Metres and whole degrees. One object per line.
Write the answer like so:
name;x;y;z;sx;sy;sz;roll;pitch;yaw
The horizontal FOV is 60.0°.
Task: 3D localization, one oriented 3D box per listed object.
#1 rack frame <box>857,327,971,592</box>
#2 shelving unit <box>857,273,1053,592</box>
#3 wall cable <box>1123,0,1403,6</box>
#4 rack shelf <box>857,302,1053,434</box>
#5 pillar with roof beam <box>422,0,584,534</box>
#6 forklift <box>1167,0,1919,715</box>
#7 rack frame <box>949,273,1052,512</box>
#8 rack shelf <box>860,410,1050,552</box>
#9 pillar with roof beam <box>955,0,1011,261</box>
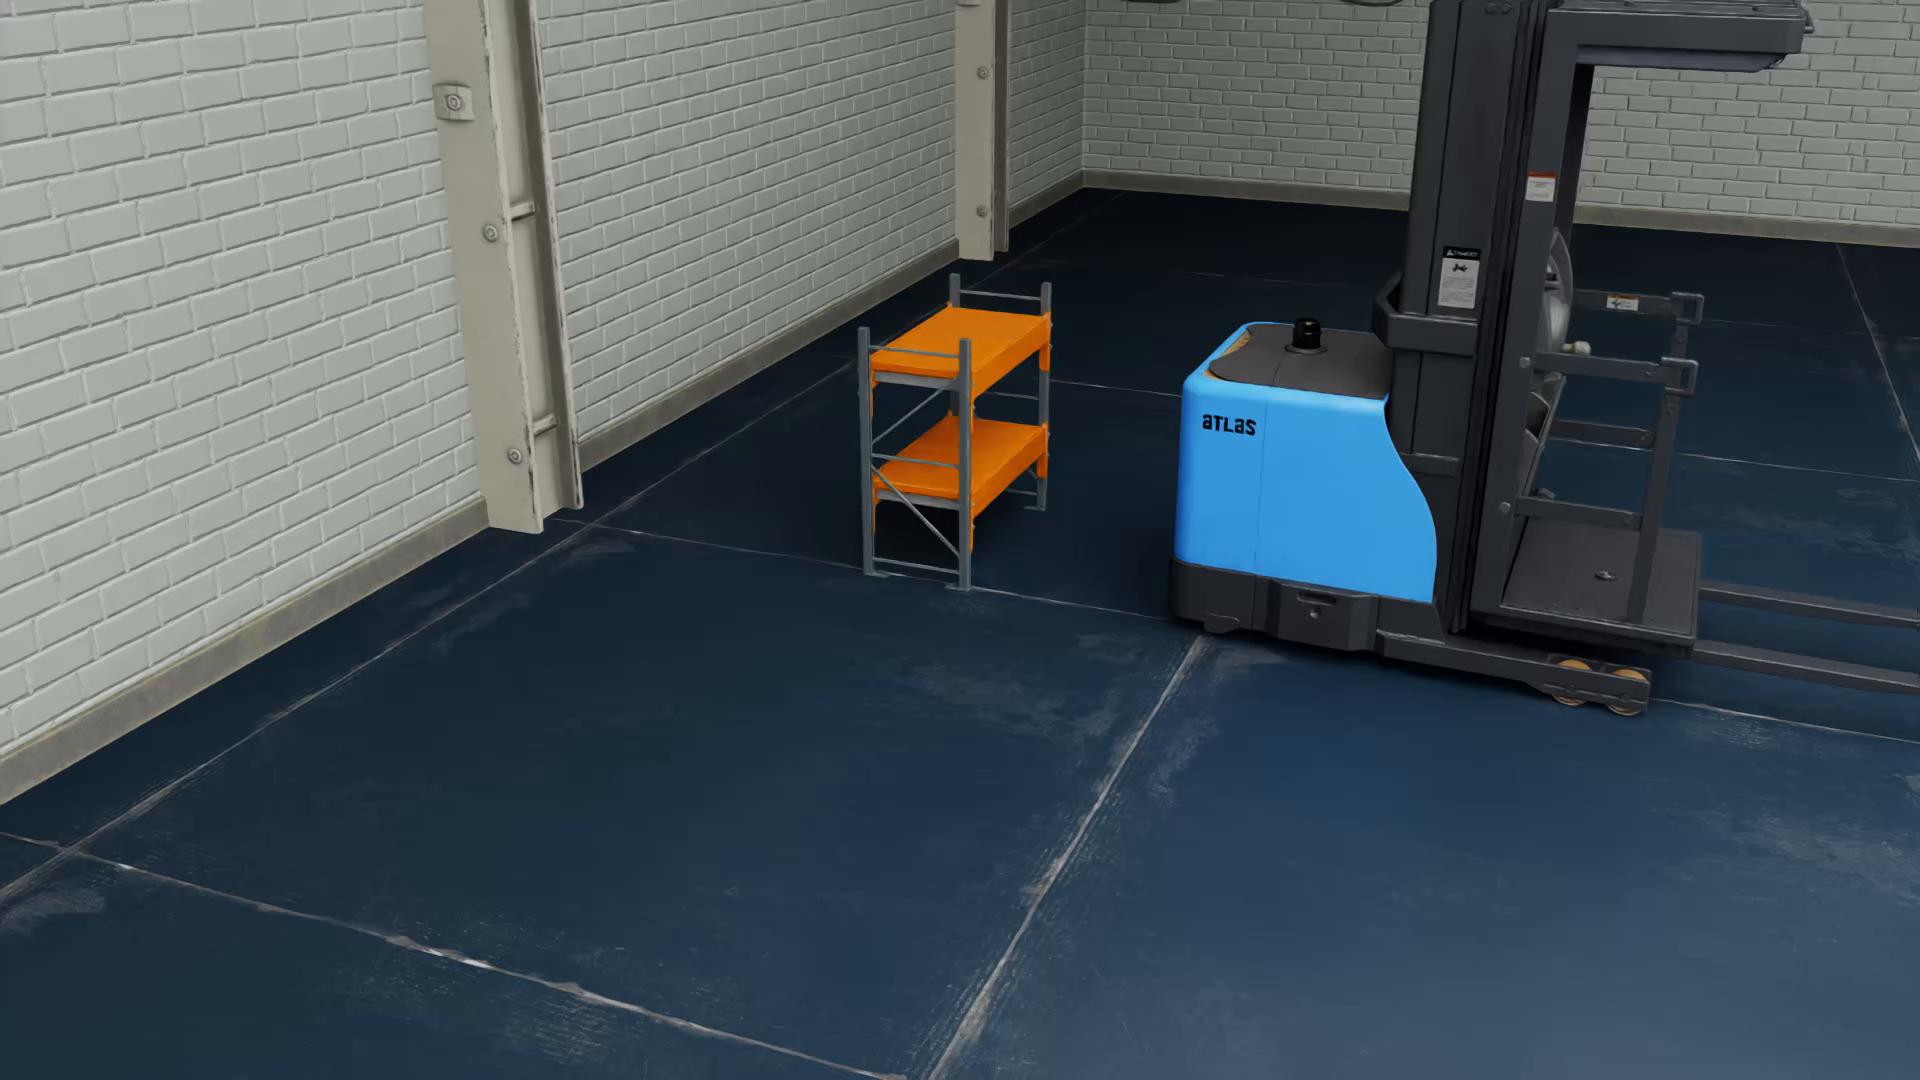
rack frame;-0.191;-0.335;7.092;0.500;1.125;0.032;9;24;20
shelving unit;-0.003;-0.517;7.527;0.538;1.125;1.048;9;24;20
wall cable;2.496;-5.851;14.110;3.097;2.526;0.112;9;24;20
rack shelf;-0.003;-0.787;7.415;0.538;0.278;1.000;9;24;20
pillar with roof beam;1.942;-3.655;4.825;9.100;9.000;0.400;9;24;20
forklift;2.423;-0.934;6.182;3.031;2.935;1.130;10;24;22
rack frame;0.186;-0.699;7.963;0.500;1.125;0.032;9;24;20
rack shelf;-0.003;-0.291;7.622;0.538;0.278;1.000;9;24;20
pillar with roof beam;4.171;-5.802;9.965;9.100;9.000;0.400;9;24;20
